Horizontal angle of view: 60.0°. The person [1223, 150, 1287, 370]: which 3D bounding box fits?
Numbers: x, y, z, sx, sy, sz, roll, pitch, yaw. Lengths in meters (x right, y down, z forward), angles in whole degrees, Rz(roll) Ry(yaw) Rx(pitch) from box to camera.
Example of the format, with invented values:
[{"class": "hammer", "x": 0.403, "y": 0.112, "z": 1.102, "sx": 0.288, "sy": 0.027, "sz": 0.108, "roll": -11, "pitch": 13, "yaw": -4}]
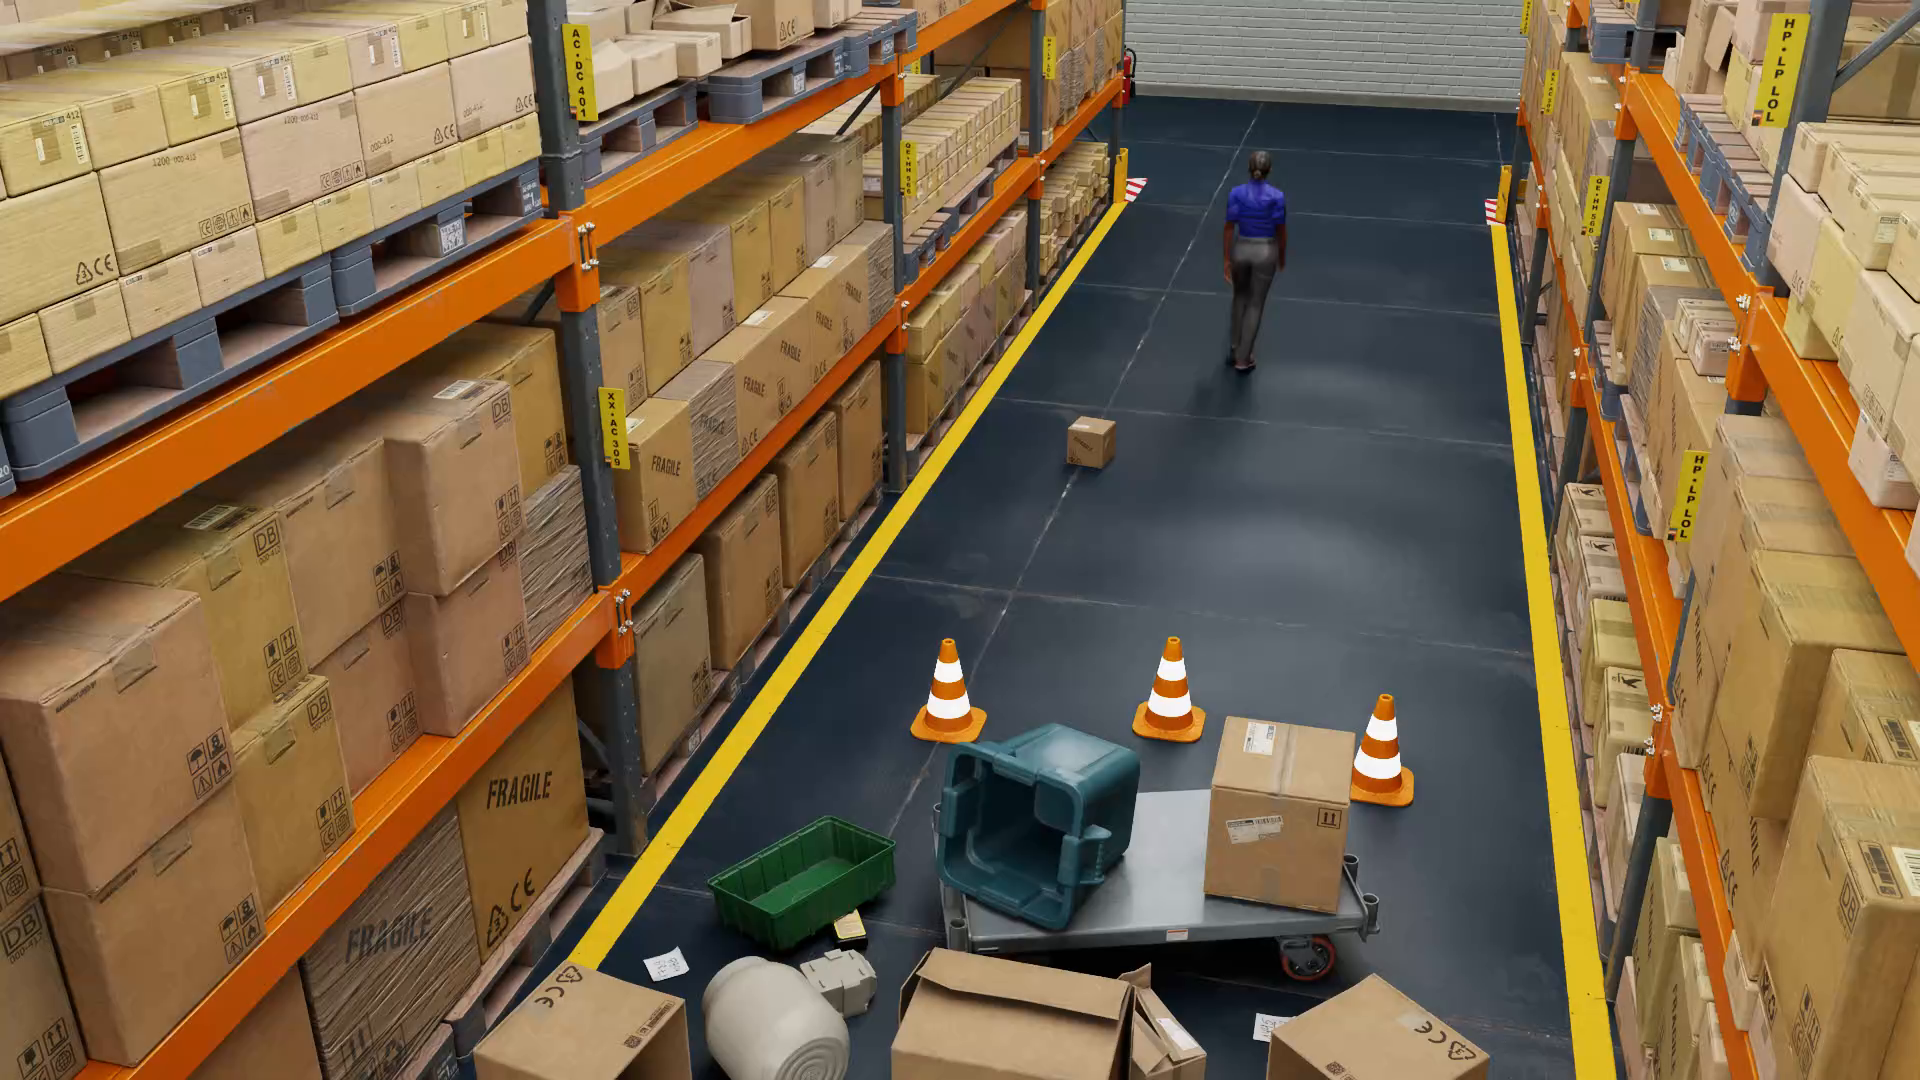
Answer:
[{"class": "person", "x": 2.222, "y": -2.087, "z": 12.555, "sx": 0.435, "sy": 1.727, "sz": 0.566, "roll": 12, "pitch": 28, "yaw": 24}]
